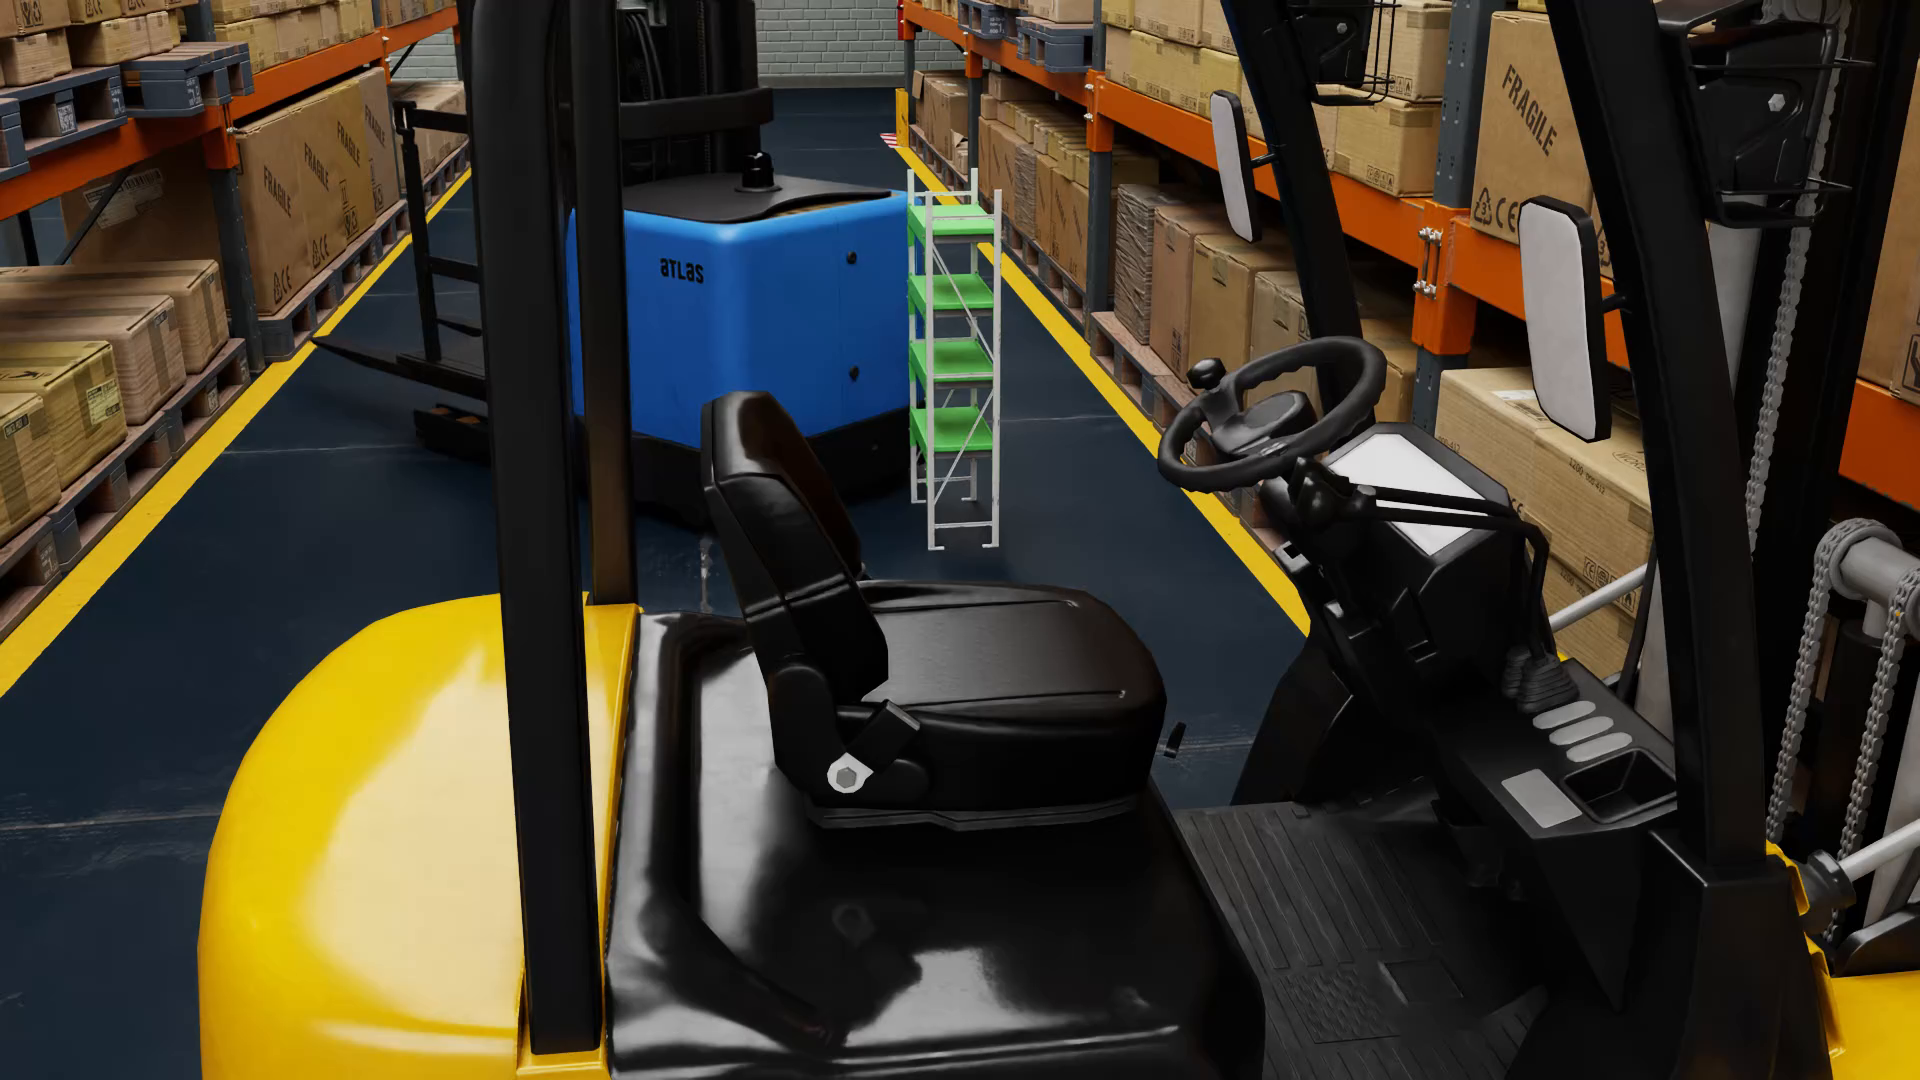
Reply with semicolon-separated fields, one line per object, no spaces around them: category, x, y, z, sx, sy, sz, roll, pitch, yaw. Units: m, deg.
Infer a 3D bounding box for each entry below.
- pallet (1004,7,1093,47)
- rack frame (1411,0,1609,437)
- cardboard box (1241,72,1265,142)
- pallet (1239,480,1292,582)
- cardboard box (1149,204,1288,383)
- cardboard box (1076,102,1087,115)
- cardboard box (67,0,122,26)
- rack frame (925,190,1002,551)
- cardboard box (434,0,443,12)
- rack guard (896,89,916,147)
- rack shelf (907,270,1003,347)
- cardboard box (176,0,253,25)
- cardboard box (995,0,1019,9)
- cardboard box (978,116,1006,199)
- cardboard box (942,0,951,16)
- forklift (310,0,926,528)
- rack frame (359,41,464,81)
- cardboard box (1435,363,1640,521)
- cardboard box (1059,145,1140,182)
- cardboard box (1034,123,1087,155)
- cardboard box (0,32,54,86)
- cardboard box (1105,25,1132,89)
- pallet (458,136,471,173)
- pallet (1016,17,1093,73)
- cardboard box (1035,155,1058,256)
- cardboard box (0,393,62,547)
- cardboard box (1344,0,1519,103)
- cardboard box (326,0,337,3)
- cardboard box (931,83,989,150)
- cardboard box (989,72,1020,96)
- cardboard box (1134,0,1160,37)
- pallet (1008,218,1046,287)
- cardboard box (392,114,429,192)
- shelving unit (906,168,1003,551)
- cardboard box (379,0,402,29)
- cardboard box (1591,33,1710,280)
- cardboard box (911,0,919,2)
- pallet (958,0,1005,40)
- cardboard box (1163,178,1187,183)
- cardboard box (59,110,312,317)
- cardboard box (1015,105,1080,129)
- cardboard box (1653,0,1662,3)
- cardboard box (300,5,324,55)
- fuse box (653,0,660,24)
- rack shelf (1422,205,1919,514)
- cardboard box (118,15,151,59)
pallet;0.849;-3.004;9.747;1.003;0.211;1.213;-3;21;-8
rack frame;1.710;-1.036;4.204;1.000;3.000;0.127;-3;21;-8
cardboard box;1.260;-1.475;5.591;0.500;0.250;0.500;-3;21;-7
pallet;1.565;0.017;5.369;1.003;0.211;1.213;-3;21;-8
cardboard box;1.312;-1.063;7.069;0.875;0.625;0.625;-2;21;-6
cardboard box;0.982;-2.848;11.100;0.380;0.149;0.250;-3;21;-7
cardboard box;-3.278;-2.056;5.766;0.500;0.500;0.500;-4;21;-11
rack frame;0.011;-0.535;5.433;0.240;1.200;0.015;-3;21;-8
cardboard box;-4.458;-4.480;13.282;0.500;0.500;0.500;-2;21;-6
rack guard;-0.009;-3.994;15.695;1.175;0.500;0.348;-3;21;-8
rack shelf;-0.024;-0.784;5.598;0.258;0.148;0.480;-3;21;-8
cardboard box;-3.606;-2.521;7.680;0.500;0.250;0.500;-3;21;-8
cardboard box;0.593;-3.420;9.842;0.700;0.500;0.500;-3;21;-8
cardboard box;0.404;-2.653;11.505;0.500;0.500;0.500;-2;21;-5
cardboard box;0.065;-4.143;12.881;0.380;0.149;0.250;-3;21;-9
forklift;-1.566;-1.822;6.405;3.031;2.935;1.130;16;26;37
rack frame;-4.931;-4.939;14.654;1.000;3.000;0.127;-3;21;-8
cardboard box;1.470;-0.230;3.945;0.500;0.250;0.500;-3;21;-9
cardboard box;0.742;-2.002;8.835;0.380;0.149;0.250;-4;21;-11
cardboard box;0.648;-2.370;9.819;0.380;0.149;0.250;-4;21;-10
cardboard box;-3.128;-1.524;5.267;0.380;0.149;0.250;-2;21;-6
cardboard box;0.956;-2.185;7.494;0.500;0.250;0.500;-3;21;-8
pallet;-4.738;-3.360;14.411;1.003;0.211;1.213;-3;21;-8
pallet;0.967;-2.562;8.564;1.213;0.211;1.003;-3;21;-8
cardboard box;0.720;-1.937;9.589;0.500;0.500;0.500;-2;21;-5
cardboard box;-3.386;-0.181;5.068;0.950;0.372;0.625;-2;21;-4
cardboard box;1.387;-1.357;4.563;0.500;0.250;0.500;-3;21;-9
cardboard box;-3.890;-3.226;9.567;0.500;0.250;0.500;-2;21;-6
cardboard box;0.037;-3.514;13.811;0.500;0.500;0.500;-3;21;-7
cardboard box;0.405;-3.141;11.458;0.380;0.149;0.250;-3;21;-9
cardboard box;1.027;-2.246;6.942;0.500;0.250;0.500;-2;21;-6
pallet;0.891;-1.797;10.225;1.003;0.211;1.213;-3;21;-8
cardboard box;-4.339;-2.774;11.917;0.875;0.438;0.875;-3;21;-9
shelving unit;-0.024;-0.619;5.660;0.258;1.200;0.503;-3;21;-8
cardboard box;-4.163;-3.777;11.399;0.500;0.500;0.500;-2;21;-6
cardboard box;1.607;-0.737;3.259;0.500;0.500;0.500;-3;21;-7
cardboard box;-0.244;-4.946;15.030;0.380;0.149;0.250;-3;21;-8
pallet;0.564;-3.434;10.898;1.003;0.211;1.213;-3;21;-8
cardboard box;1.350;-1.607;8.704;0.500;0.500;0.500;-2;21;-6
cardboard box;-3.795;-1.614;8.188;0.875;0.875;0.875;-3;21;-8
cardboard box;0.563;-2.724;10.767;0.380;0.149;0.250;-3;21;-9
cardboard box;1.600;-1.085;3.264;0.380;0.149;0.250;-3;21;-8
cardboard box;-3.835;-2.811;9.170;0.500;0.250;0.500;-3;21;-8
fuse box;-3.667;-6.342;20.252;0.539;1.711;0.414;-3;21;-8
rack shelf;1.999;-0.007;2.475;1.077;0.370;4.000;-3;21;-8
cardboard box;-3.278;-1.885;6.236;0.380;0.149;0.250;-4;21;-10
